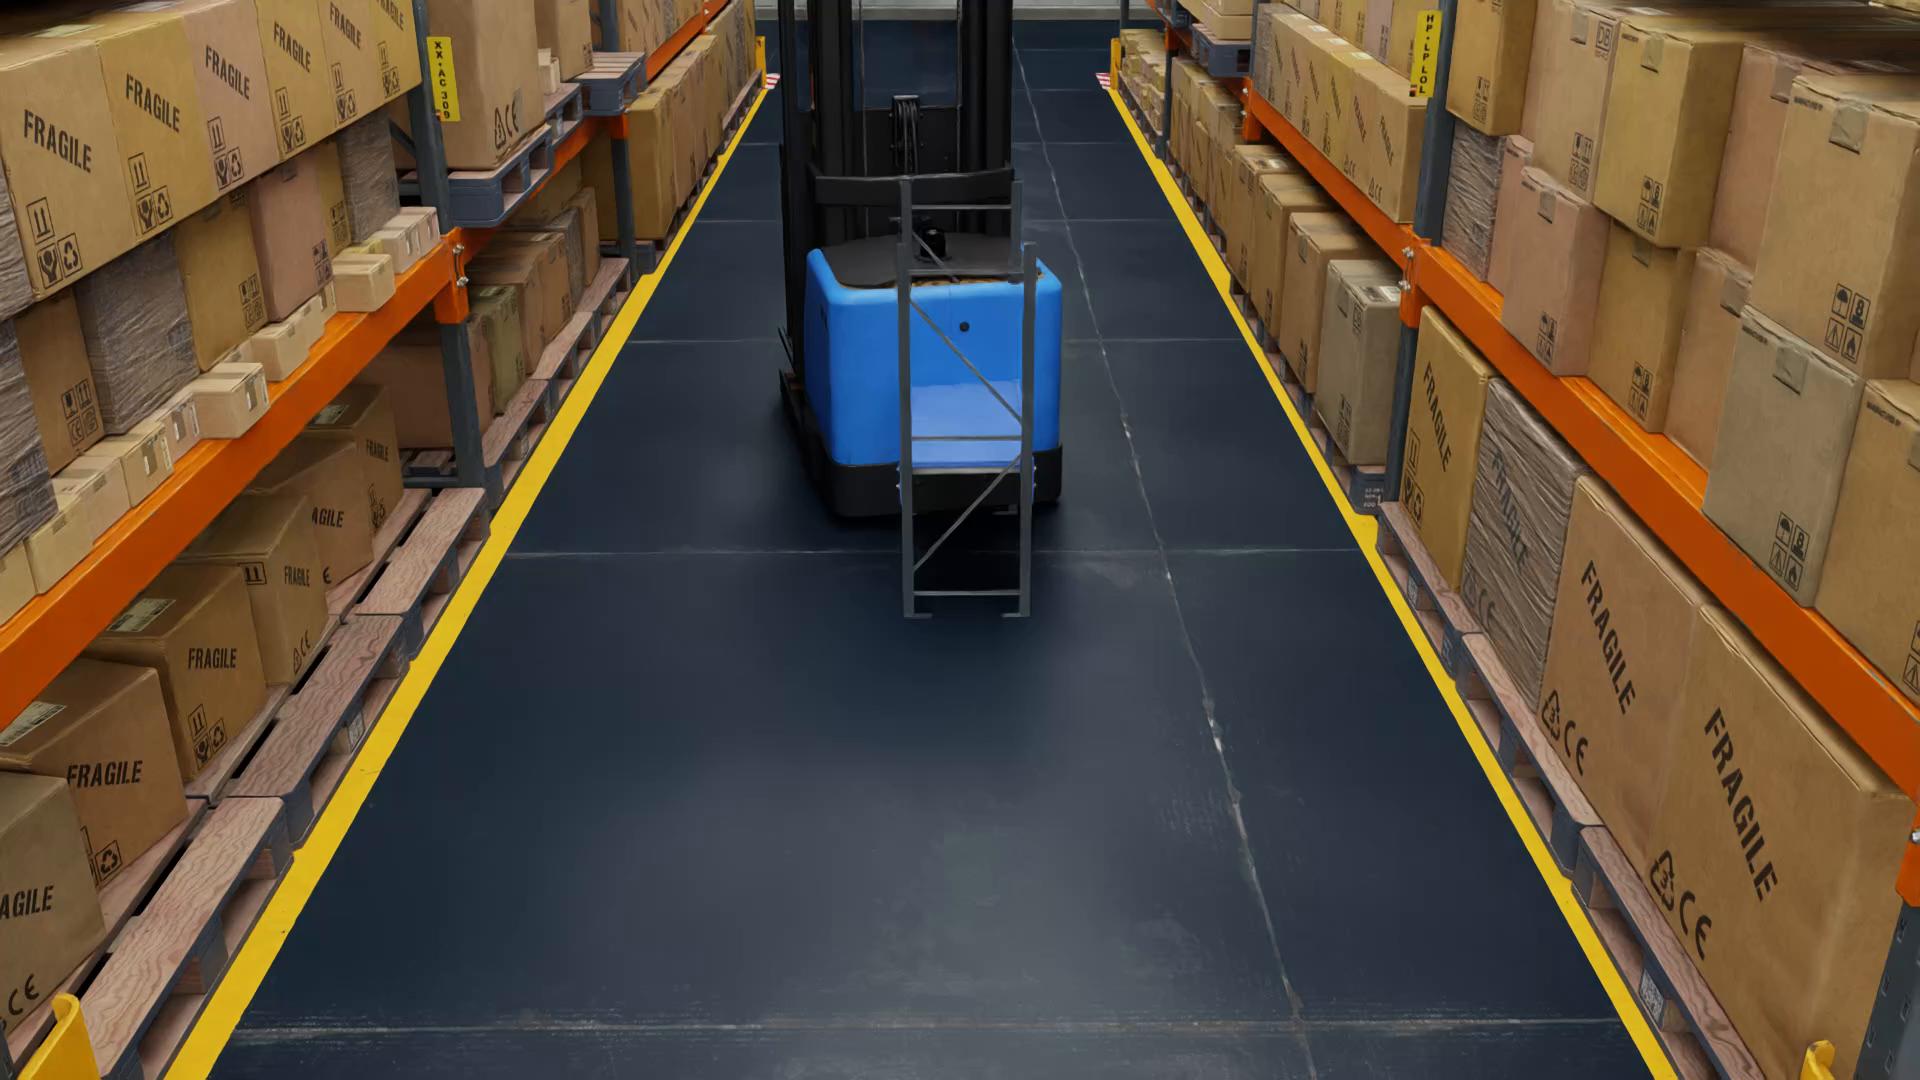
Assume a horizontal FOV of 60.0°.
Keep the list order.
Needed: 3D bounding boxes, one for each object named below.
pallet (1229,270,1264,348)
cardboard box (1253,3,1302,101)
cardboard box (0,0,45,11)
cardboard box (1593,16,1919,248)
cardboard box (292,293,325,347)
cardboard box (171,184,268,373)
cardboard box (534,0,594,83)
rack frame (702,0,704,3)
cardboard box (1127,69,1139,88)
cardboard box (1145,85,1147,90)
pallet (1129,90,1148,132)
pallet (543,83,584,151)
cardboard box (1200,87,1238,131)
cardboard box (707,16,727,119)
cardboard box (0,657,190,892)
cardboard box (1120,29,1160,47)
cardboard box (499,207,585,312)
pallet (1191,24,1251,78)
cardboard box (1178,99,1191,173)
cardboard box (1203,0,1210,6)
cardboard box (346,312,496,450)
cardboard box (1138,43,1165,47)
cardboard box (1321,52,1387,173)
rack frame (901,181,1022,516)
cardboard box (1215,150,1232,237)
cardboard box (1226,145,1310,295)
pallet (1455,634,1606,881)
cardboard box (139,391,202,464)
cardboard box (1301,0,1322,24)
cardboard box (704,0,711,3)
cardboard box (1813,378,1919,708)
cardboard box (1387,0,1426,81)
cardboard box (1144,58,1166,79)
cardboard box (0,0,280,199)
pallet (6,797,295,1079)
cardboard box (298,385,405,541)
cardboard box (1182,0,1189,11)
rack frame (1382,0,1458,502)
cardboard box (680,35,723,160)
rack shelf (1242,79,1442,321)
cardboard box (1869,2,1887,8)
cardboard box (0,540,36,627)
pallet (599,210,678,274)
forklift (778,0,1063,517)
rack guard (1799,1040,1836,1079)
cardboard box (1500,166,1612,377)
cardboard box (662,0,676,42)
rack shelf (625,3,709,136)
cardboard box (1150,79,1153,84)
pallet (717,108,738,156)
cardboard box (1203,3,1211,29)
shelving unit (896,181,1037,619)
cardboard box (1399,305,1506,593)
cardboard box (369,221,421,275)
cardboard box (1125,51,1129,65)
[{"bbox_3d":[2.253,-1.462,10.227,1.003,0.211,1.213,0,24,-1],"label":"pallet"},{"bbox_3d":[2.055,-2.917,9.939,0.500,0.500,0.500,0,24,0],"label":"cardboard box"},{"bbox_3d":[-2.818,-1.261,4.703,0.500,0.500,0.500,0,24,-1],"label":"cardboard box"},{"bbox_3d":[2.337,-1.150,4.661,0.875,0.550,0.500,0,24,-1],"label":"cardboard box"},{"bbox_3d":[-2.337,-0.712,5.489,0.380,0.149,0.250,0,24,-1],"label":"cardboard box"},{"bbox_3d":[-2.614,-0.806,4.911,0.875,0.500,0.500,0,24,-1],"label":"cardboard box"},{"bbox_3d":[-2.489,-2.862,9.308,0.700,0.500,0.500,3,25,7],"label":"cardboard box"},{"bbox_3d":[-2.685,-4.726,14.058,1.000,3.000,0.127,0,24,-1],"label":"rack frame"},{"bbox_3d":[1.906,-4.714,16.983,0.380,0.149,0.250,0,24,0],"label":"cardboard box"},{"bbox_3d":[1.984,-4.293,16.052,0.380,0.149,0.250,0,24,0],"label":"cardboard box"},{"bbox_3d":[2.217,-4.216,16.316,1.003,0.211,1.213,0,24,-1],"label":"pallet"},{"bbox_3d":[-2.578,-2.174,8.651,1.003,0.211,1.213,0,24,-1],"label":"pallet"},{"bbox_3d":[2.044,-3.150,12.189,0.500,0.250,0.500,0,24,1],"label":"cardboard box"},{"bbox_3d":[-2.612,-4.221,15.012,0.875,0.875,0.875,0,24,-1],"label":"cardboard box"},{"bbox_3d":[-2.584,0.663,4.667,0.500,0.500,0.500,6,25,13],"label":"cardboard box"},{"bbox_3d":[1.899,-5.301,17.558,0.380,0.149,0.250,-1,24,-3],"label":"cardboard box"},{"bbox_3d":[-2.595,-1.634,9.723,0.700,0.500,0.500,-2,24,-5],"label":"cardboard box"},{"bbox_3d":[2.206,-3.264,11.059,1.213,0.211,1.003,0,24,-1],"label":"pallet"},{"bbox_3d":[2.027,-3.235,13.286,0.500,0.500,0.500,1,24,2],"label":"cardboard box"},{"bbox_3d":[1.849,-3.690,11.204,0.380,0.149,0.250,0,24,1],"label":"cardboard box"},{"bbox_3d":[-2.582,-0.744,7.754,0.700,0.500,0.500,-2,24,-5],"label":"cardboard box"},{"bbox_3d":[1.976,-4.867,16.599,0.380,0.149,0.250,1,24,2],"label":"cardboard box"},{"bbox_3d":[2.079,-2.086,8.100,0.500,0.500,0.500,0,24,0],"label":"cardboard box"},{"bbox_3d":[0.007,-0.800,7.196,0.500,1.500,0.032,-1,24,-1],"label":"rack frame"},{"bbox_3d":[2.051,-2.380,11.397,0.500,0.500,0.500,0,24,-1],"label":"cardboard box"},{"bbox_3d":[2.237,-1.973,10.193,1.050,0.750,0.750,-1,24,-1],"label":"cardboard box"},{"bbox_3d":[2.310,0.678,5.494,1.003,0.211,1.213,0,24,-1],"label":"pallet"},{"bbox_3d":[-2.339,-0.300,4.578,0.380,0.149,0.250,0,24,-1],"label":"cardboard box"},{"bbox_3d":[2.322,-3.166,9.275,0.700,0.500,0.500,-1,24,-1],"label":"cardboard box"},{"bbox_3d":[-2.355,-4.735,14.383,0.380,0.149,0.250,0,24,0],"label":"cardboard box"},{"bbox_3d":[2.358,0.017,3.389,0.875,0.550,0.550,0,24,-1],"label":"cardboard box"},{"bbox_3d":[2.345,-2.327,7.421,0.700,0.500,0.500,-1,24,-1],"label":"cardboard box"},{"bbox_3d":[1.940,-4.441,15.658,0.380,0.149,0.250,-1,24,-3],"label":"cardboard box"},{"bbox_3d":[-2.304,-1.263,4.708,0.500,0.500,0.500,0,24,-1],"label":"cardboard box"},{"bbox_3d":[-2.528,1.123,4.510,1.003,0.211,1.213,0,24,-1],"label":"pallet"},{"bbox_3d":[-2.633,-0.316,6.834,0.500,0.500,0.500,-1,24,-2],"label":"cardboard box"},{"bbox_3d":[1.840,-3.977,12.198,0.380,0.149,0.250,-1,24,-3],"label":"cardboard box"},{"bbox_3d":[2.364,-1.410,6.727,1.000,3.000,0.127,0,24,-1],"label":"rack frame"},{"bbox_3d":[-2.658,-3.685,13.827,1.225,0.875,0.875,0,24,0],"label":"cardboard box"},{"bbox_3d":[2.342,-1.906,8.697,1.077,0.370,4.000,0,24,-1],"label":"rack shelf"},{"bbox_3d":[6.959,-3.889,12.390,0.500,0.250,0.500,-1,24,-1],"label":"cardboard box"},{"bbox_3d":[-2.302,0.112,3.667,0.380,0.149,0.250,0,24,-1],"label":"cardboard box"},{"bbox_3d":[-2.574,-2.132,11.708,1.003,0.211,1.213,0,24,-1],"label":"pallet"},{"bbox_3d":[-0.348,-2.017,8.153,1.130,2.935,3.031,-5,25,-11],"label":"forklift"},{"bbox_3d":[2.407,1.387,3.576,1.175,0.500,0.348,0,24,-1],"label":"rack guard"},{"bbox_3d":[2.296,-0.877,5.366,0.875,0.550,0.550,0,24,-1],"label":"cardboard box"},{"bbox_3d":[-2.395,-3.954,12.231,0.500,0.500,0.500,0,24,0],"label":"cardboard box"},{"bbox_3d":[-2.663,-3.574,12.385,1.077,0.370,4.000,0,24,-1],"label":"rack shelf"},{"bbox_3d":[1.992,-4.293,15.691,0.380,0.149,0.250,0,24,1],"label":"cardboard box"},{"bbox_3d":[-2.615,-3.769,15.327,1.003,0.211,1.213,0,24,-1],"label":"pallet"},{"bbox_3d":[1.851,-3.544,11.242,0.380,0.149,0.250,0,24,0],"label":"cardboard box"},{"bbox_3d":[0.016,-0.590,6.733,0.538,1.500,1.048,-1,24,-1],"label":"shelving unit"},{"bbox_3d":[2.300,-0.374,6.505,0.875,0.875,0.875,0,24,0],"label":"cardboard box"},{"bbox_3d":[-2.308,-1.124,6.401,0.380,0.149,0.250,0,24,-1],"label":"cardboard box"},{"bbox_3d":[1.928,-5.052,17.370,0.380,0.149,0.250,0,24,-1],"label":"cardboard box"}]
